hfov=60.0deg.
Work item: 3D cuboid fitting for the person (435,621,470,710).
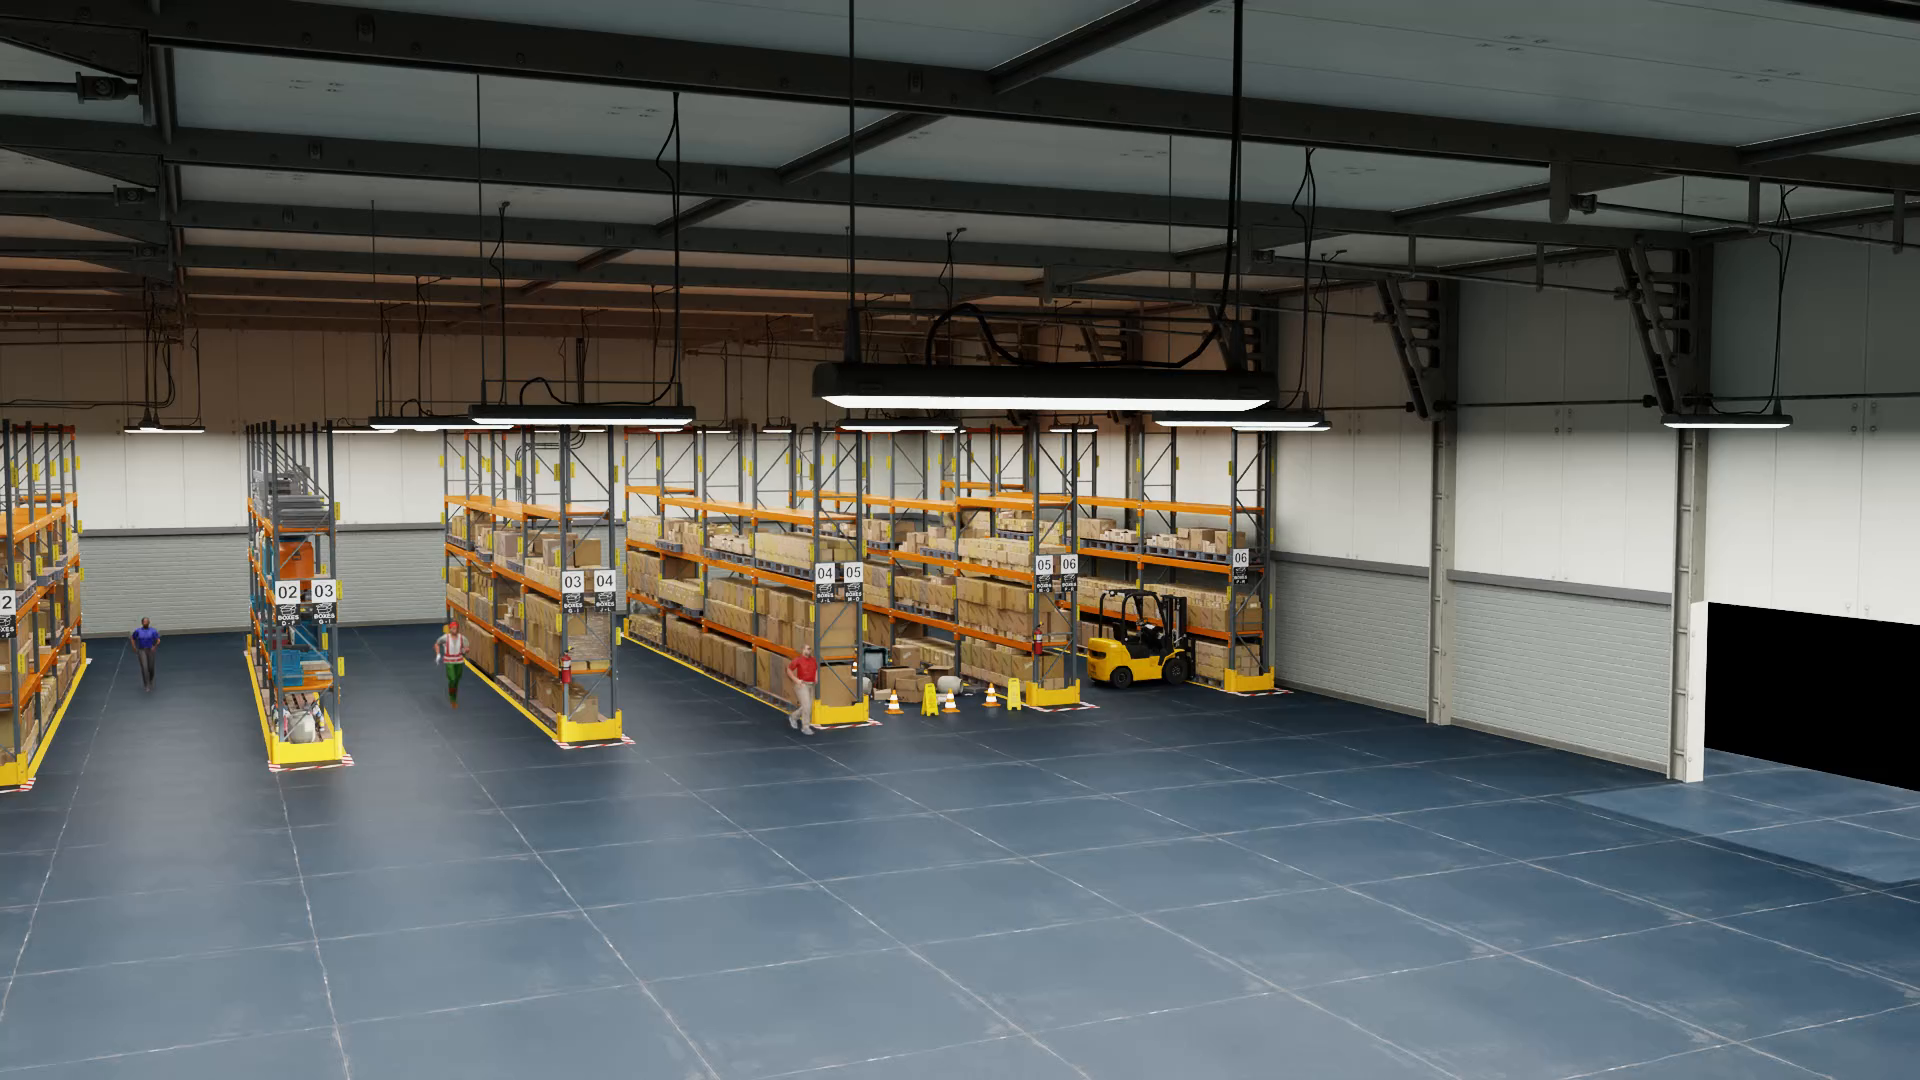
[{"bbox_3d":[-10.677,2.632,35.064,0.643,1.844,0.876,-3,4,-36],"label":"person"}]

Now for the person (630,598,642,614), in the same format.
[{"bbox_3d":[-9.591,1.875,49.093,0.475,1.559,0.755,-1,4,-13],"label":"person"}]

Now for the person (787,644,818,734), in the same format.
[{"bbox_3d":[-3.005,2.878,32.249,0.742,1.720,0.658,3,4,37],"label":"person"}]

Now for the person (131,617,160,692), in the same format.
[{"bbox_3d":[-18.389,2.569,37.568,0.598,1.641,0.748,-2,4,-28],"label":"person"}]
